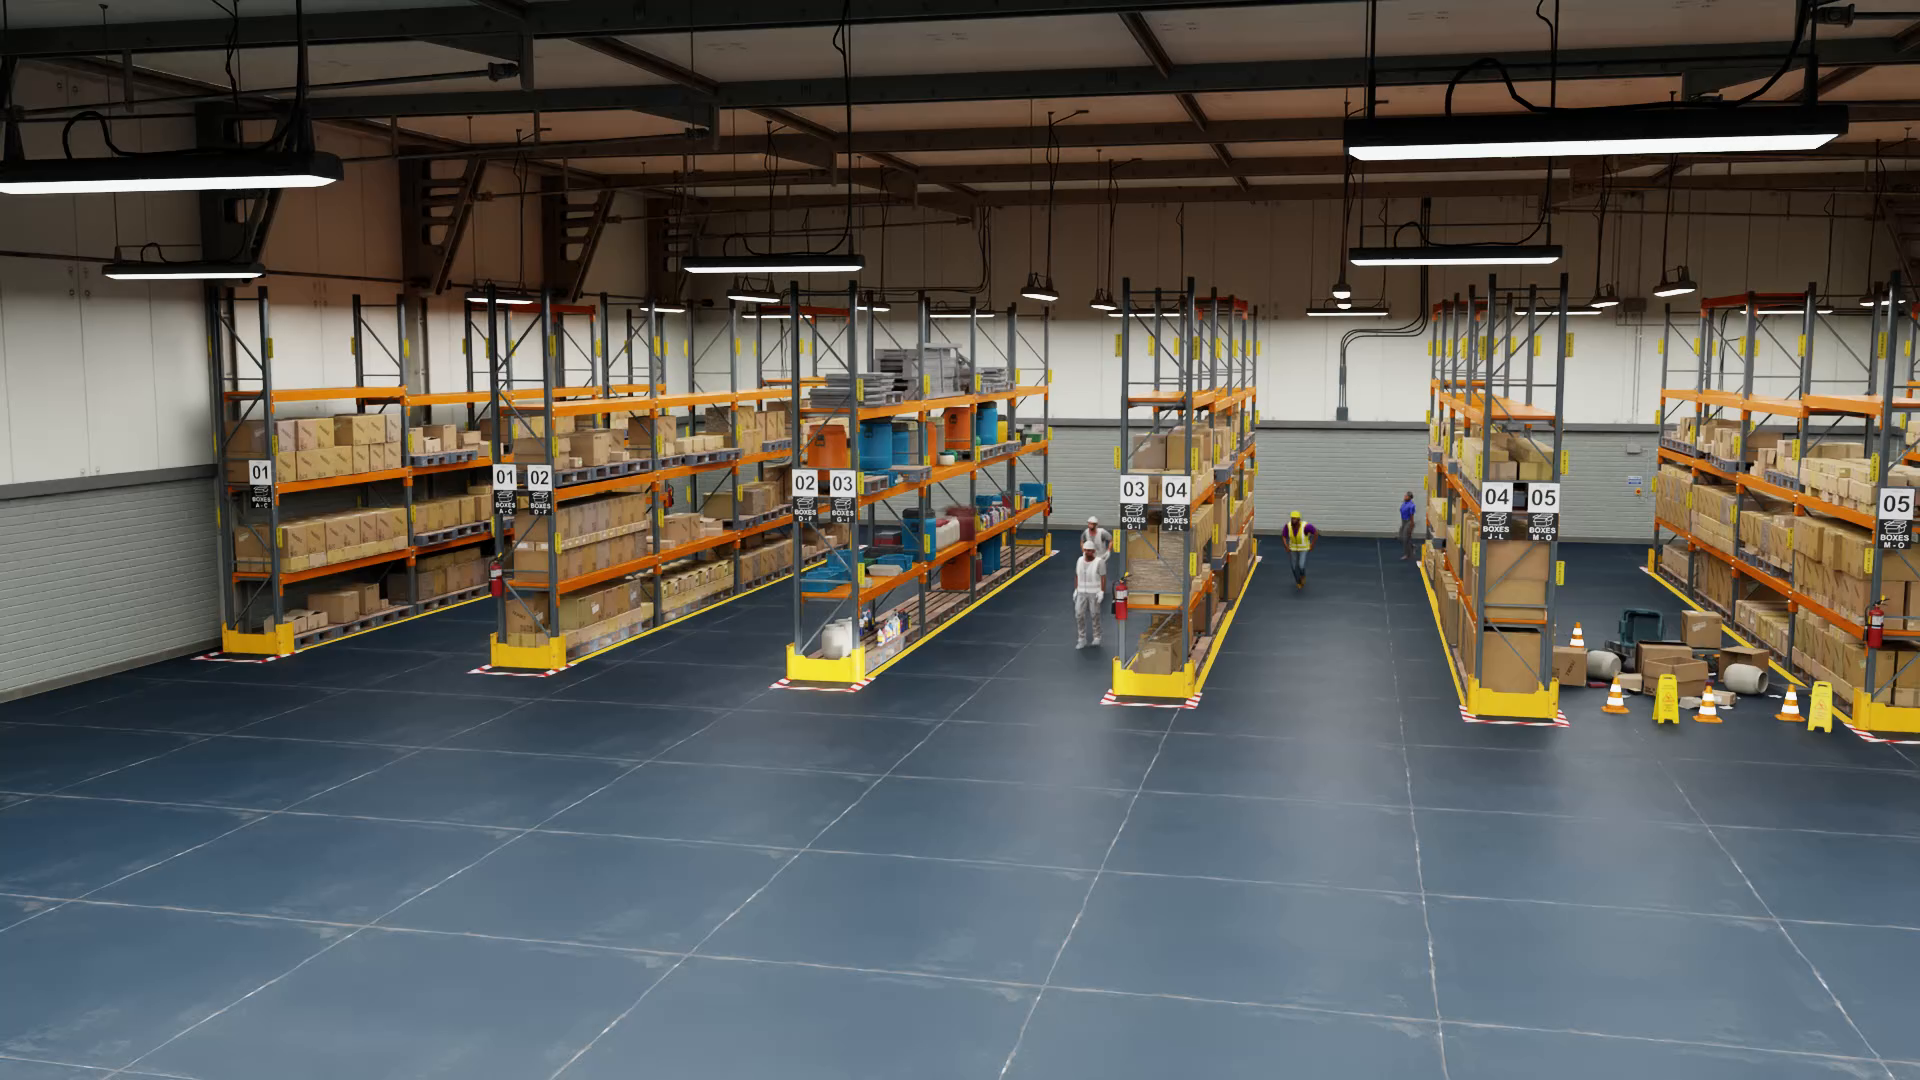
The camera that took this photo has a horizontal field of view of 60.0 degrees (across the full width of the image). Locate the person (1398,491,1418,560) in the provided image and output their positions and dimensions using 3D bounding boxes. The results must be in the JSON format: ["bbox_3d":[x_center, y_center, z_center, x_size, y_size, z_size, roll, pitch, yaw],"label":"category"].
[{"bbox_3d":[10.666,-0.346,39.387,0.557,1.636,0.460,-2,7,-15],"label":"person"}]

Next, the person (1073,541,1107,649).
[{"bbox_3d":[2.166,0.925,27.980,0.630,1.832,0.559,4,8,31],"label":"person"}]

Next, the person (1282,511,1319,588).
[{"bbox_3d":[7.077,0.205,34.630,0.751,1.659,0.716,3,7,23],"label":"person"}]

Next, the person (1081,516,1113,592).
[{"bbox_3d":[2.746,0.348,33.337,0.695,1.681,0.661,2,7,20],"label":"person"}]
